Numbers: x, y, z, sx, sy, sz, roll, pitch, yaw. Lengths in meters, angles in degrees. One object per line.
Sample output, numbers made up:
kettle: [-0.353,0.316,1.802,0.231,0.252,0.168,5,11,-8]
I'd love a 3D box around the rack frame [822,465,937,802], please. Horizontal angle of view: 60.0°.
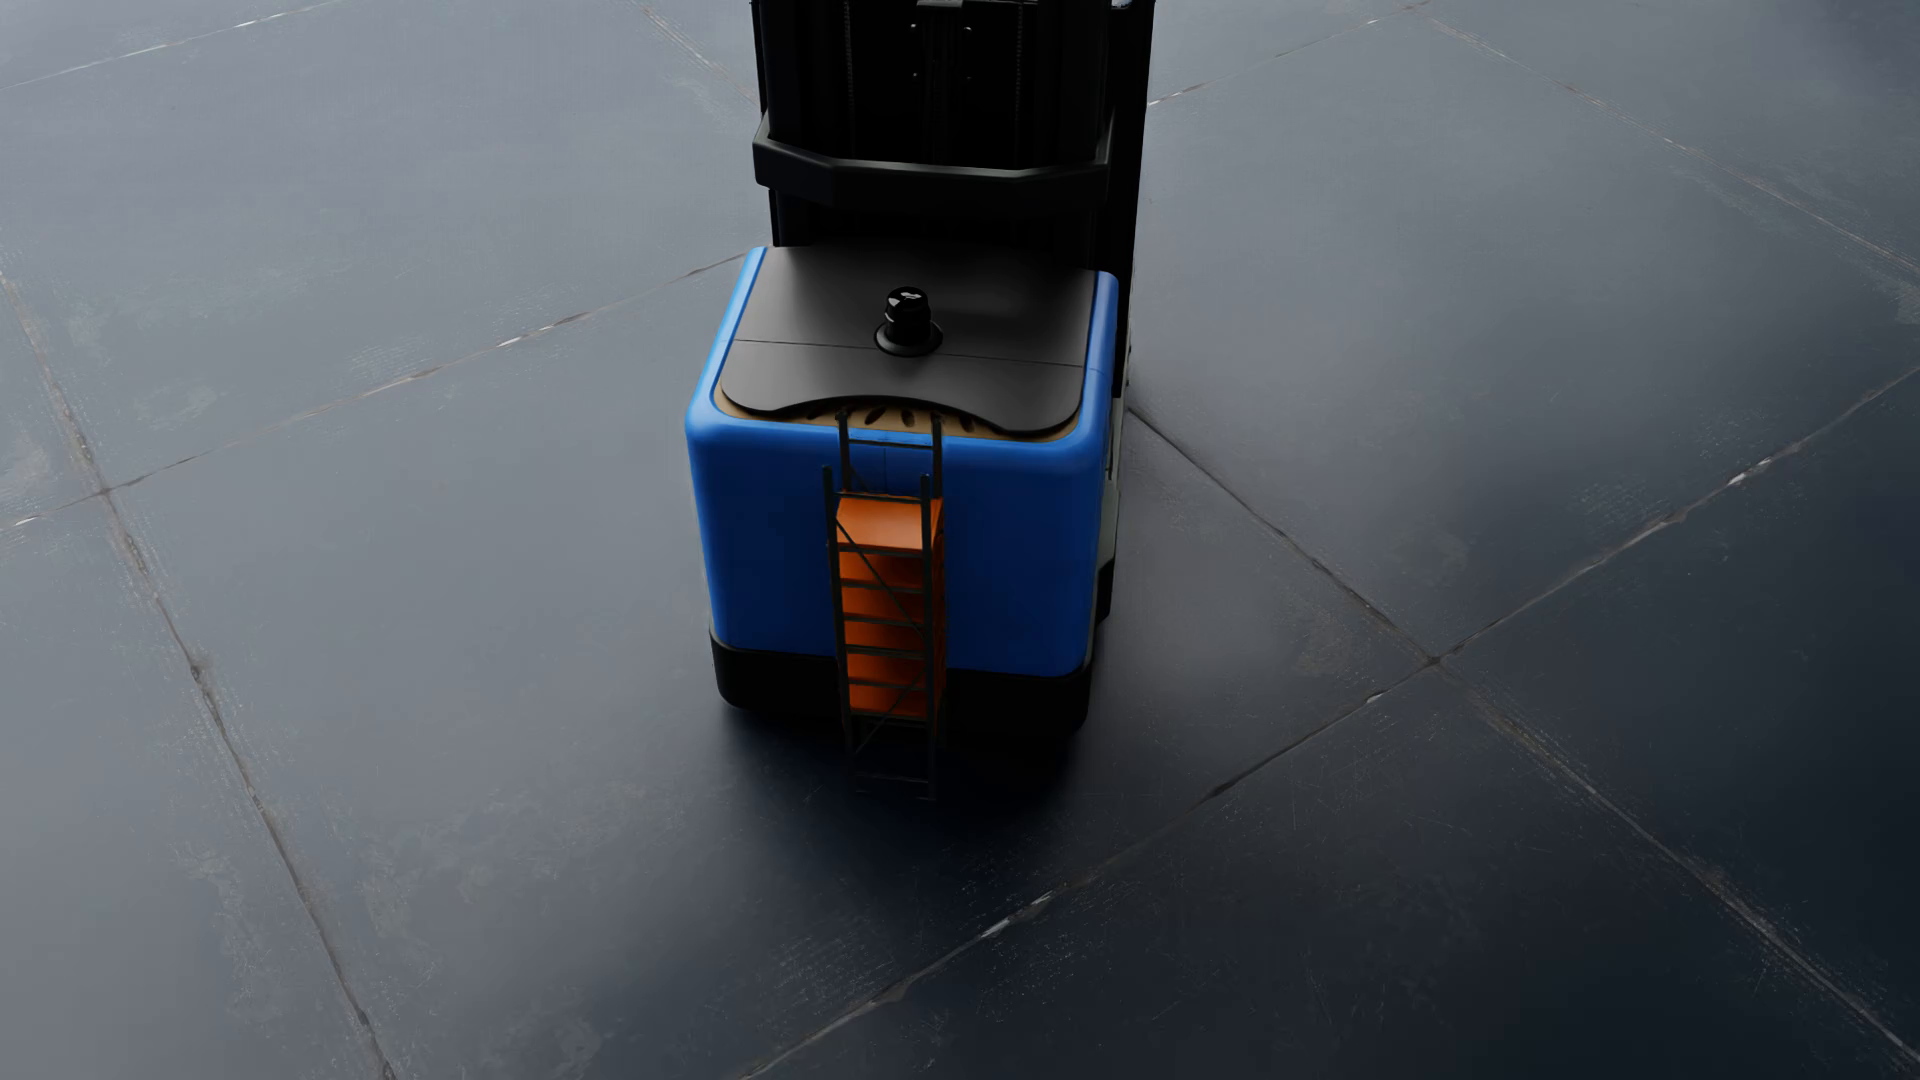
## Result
rack frame: [-0.184,0.272,4.096,0.240,1.200,0.006,5,45,6]

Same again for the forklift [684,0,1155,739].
forklift: [0.010,-1.535,4.735,1.130,2.935,3.031,5,44,5]

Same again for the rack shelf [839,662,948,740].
rack shelf: [-0.171,0.409,4.361,0.258,0.103,0.180,5,45,6]

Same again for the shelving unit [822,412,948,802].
shelving unit: [-0.172,0.208,4.160,0.258,1.200,0.189,5,45,6]

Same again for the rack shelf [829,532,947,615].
rack shelf: [-0.172,0.070,4.022,0.258,0.103,0.180,5,45,6]

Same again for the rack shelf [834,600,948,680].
rack shelf: [-0.172,0.239,4.192,0.258,0.103,0.180,5,45,6]

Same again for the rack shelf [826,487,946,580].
rack shelf: [-0.173,-0.015,3.937,0.258,0.103,0.180,5,45,6]

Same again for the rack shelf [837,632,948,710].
rack shelf: [-0.171,0.324,4.277,0.258,0.103,0.180,5,45,6]

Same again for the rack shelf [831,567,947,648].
rack shelf: [-0.172,0.154,4.107,0.258,0.103,0.180,5,45,6]

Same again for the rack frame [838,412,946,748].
rack frame: [-0.160,0.144,4.224,0.240,1.200,0.006,5,45,6]
